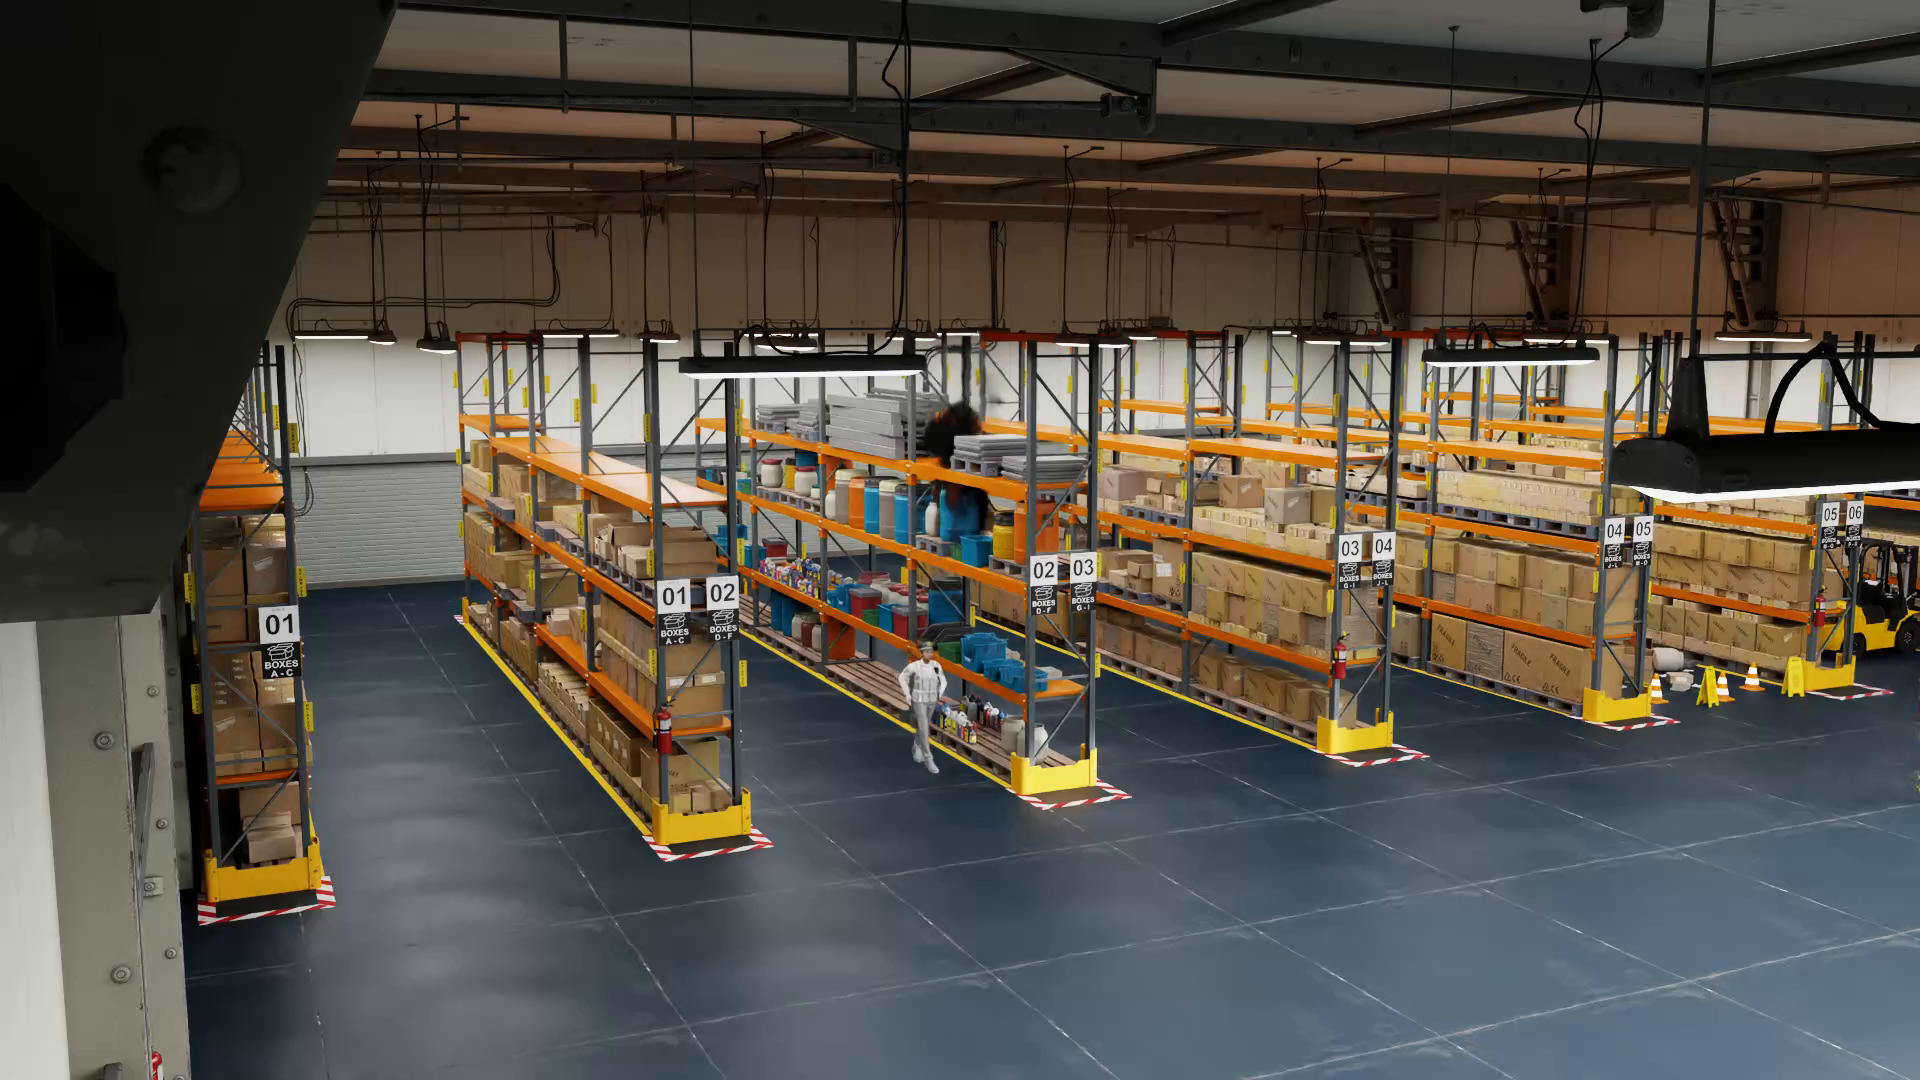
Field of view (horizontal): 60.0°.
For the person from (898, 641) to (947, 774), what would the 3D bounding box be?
[{"bbox_3d":[-0.461,2.196,22.309,0.622,1.728,0.795,-4,9,-28],"label":"person"}]
